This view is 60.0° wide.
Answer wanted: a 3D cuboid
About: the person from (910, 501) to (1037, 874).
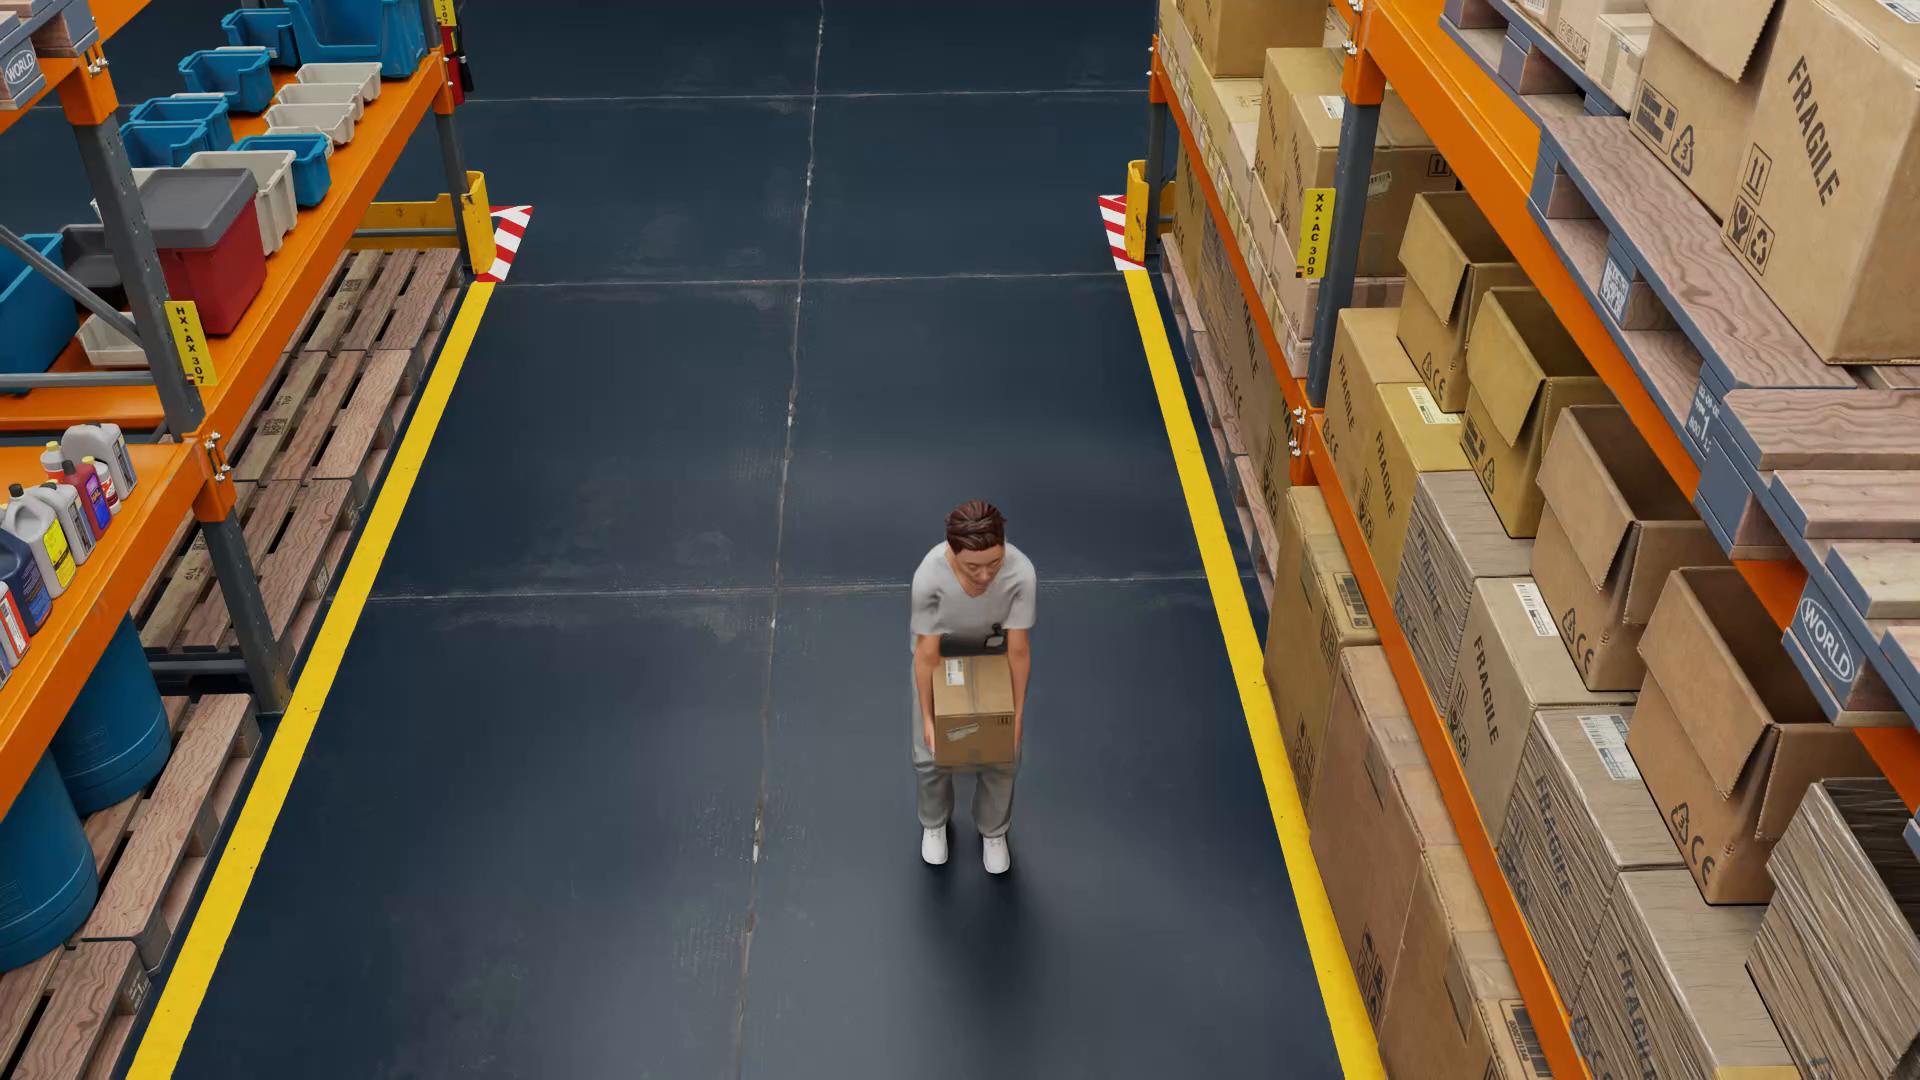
[{"bbox_3d":[0.038,0.475,5.543,0.410,1.606,0.548,-2,35,-3],"label":"person"}]
